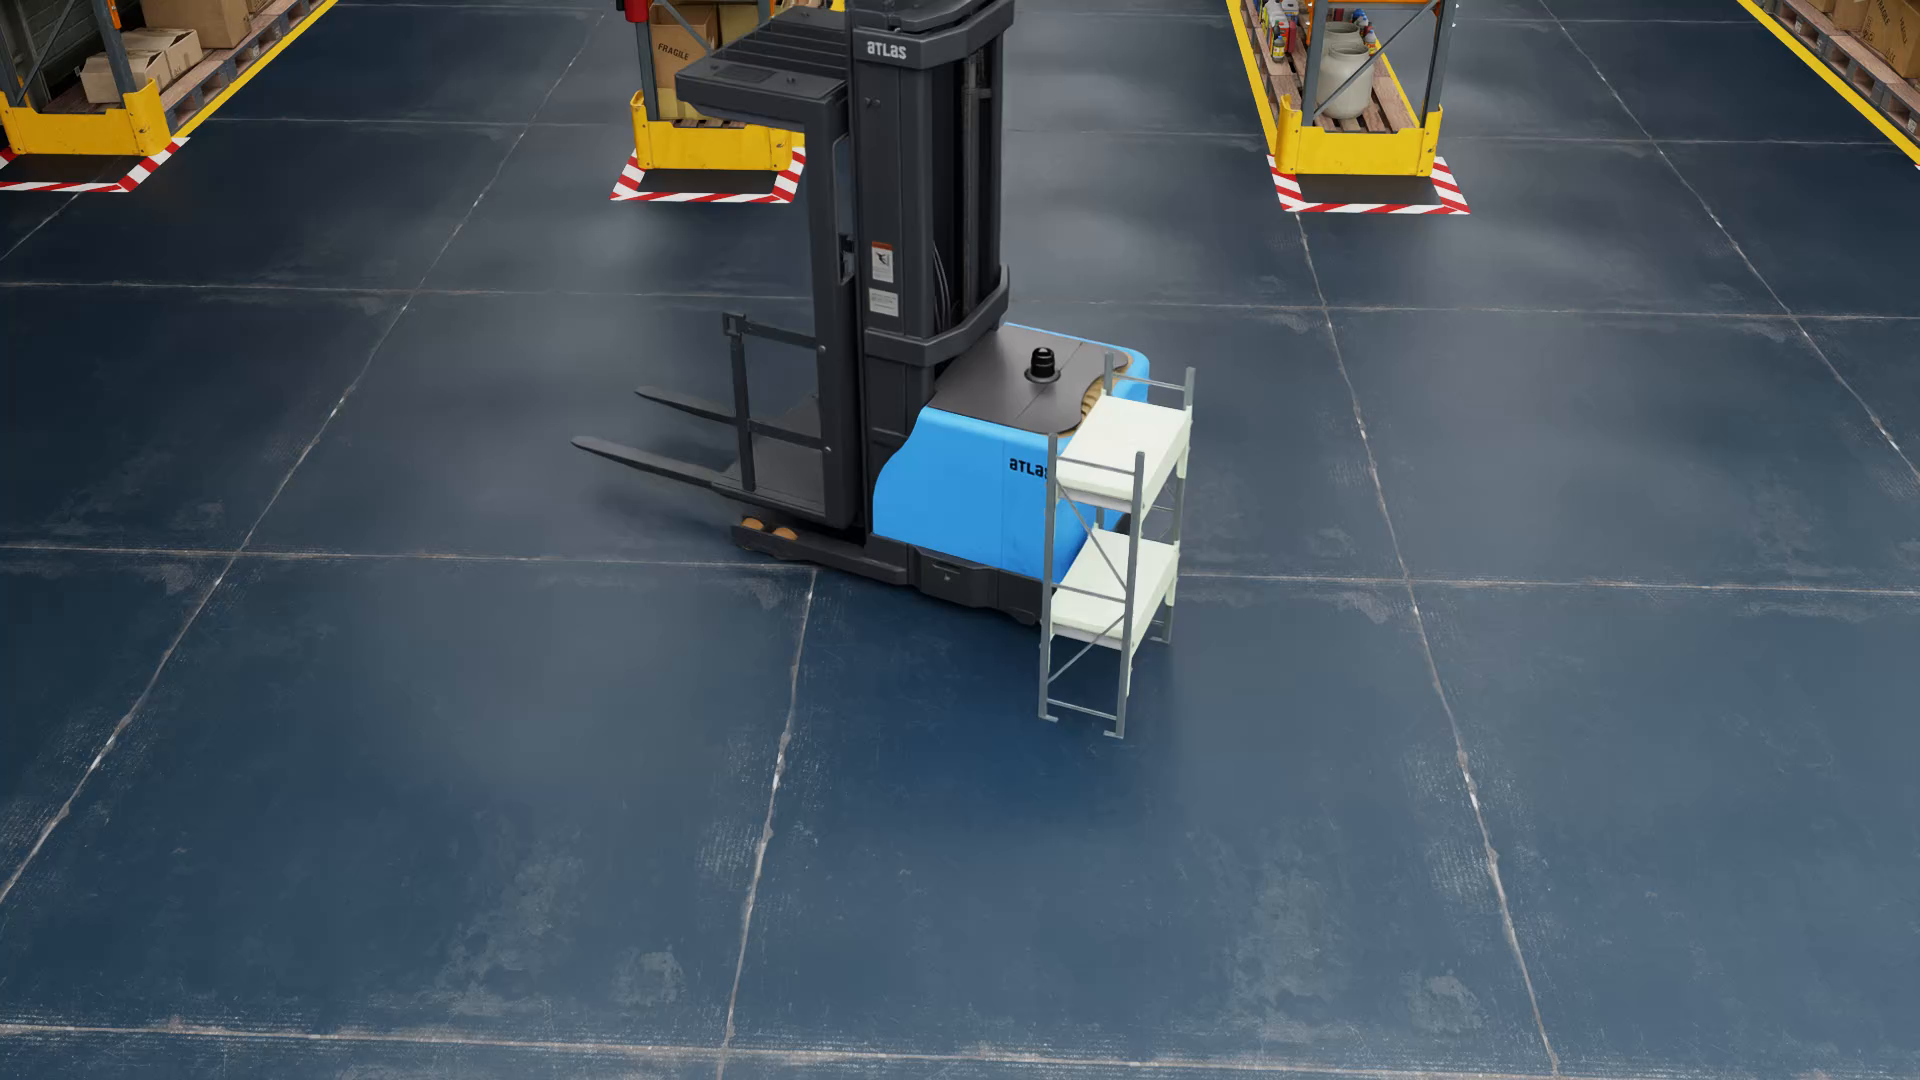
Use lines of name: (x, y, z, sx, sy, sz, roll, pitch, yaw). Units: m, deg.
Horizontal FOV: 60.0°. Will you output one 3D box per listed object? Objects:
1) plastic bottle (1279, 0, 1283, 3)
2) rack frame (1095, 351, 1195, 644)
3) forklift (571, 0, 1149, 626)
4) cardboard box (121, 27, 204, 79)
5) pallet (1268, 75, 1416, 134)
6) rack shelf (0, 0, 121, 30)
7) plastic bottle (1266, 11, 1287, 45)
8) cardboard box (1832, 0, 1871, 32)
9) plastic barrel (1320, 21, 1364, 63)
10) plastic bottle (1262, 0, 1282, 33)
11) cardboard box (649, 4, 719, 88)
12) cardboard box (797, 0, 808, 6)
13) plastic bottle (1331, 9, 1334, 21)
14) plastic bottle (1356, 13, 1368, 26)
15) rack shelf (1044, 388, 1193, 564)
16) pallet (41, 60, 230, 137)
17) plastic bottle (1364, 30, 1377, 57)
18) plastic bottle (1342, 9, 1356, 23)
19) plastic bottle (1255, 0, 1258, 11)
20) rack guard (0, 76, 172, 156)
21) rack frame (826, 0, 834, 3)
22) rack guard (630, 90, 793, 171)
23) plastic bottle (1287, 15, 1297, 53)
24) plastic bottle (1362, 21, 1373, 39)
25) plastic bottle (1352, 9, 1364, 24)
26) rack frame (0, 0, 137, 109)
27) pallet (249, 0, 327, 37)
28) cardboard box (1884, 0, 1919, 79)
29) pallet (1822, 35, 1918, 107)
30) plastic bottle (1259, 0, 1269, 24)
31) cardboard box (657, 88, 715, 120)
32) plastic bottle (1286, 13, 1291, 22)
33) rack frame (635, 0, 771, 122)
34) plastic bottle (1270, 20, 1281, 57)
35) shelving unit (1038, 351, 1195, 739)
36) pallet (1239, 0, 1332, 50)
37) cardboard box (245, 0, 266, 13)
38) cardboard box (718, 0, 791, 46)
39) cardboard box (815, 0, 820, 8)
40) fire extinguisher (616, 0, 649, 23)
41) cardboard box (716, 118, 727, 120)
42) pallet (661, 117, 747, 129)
plastic bottle: (2.888, -4.877, 15.017, 0.097, 0.271, 0.097, 0, 35, 0)
rack frame: (0.821, -0.161, 7.621, 0.400, 1.500, 0.023, 13, 37, 18)
forklift: (-0.617, -1.353, 8.072, 3.031, 2.935, 1.130, 15, 38, 21)
cardboard box: (-6.699, -4.087, 13.859, 0.500, 0.311, 0.500, 4, 35, 6)
pallet: (3.054, -3.426, 13.387, 1.003, 0.211, 1.213, 1, 35, 2)
rack shelf: (-6.759, -5.139, 14.025, 1.077, 0.370, 4.000, 1, 35, 2)
plastic bottle: (2.739, -4.411, 14.349, 0.152, 0.276, 0.135, 0, 35, 1)
cardboard box: (8.098, -4.830, 14.769, 0.500, 0.500, 0.500, 12, 37, 17)
plastic barrel: (3.030, -3.878, 13.403, 0.421, 0.512, 0.421, 0, 35, 0)
plastic bottle: (2.749, -4.643, 14.615, 0.144, 0.351, 0.185, 1, 35, 2)
cardboard box: (-2.165, -3.841, 12.926, 0.500, 0.500, 0.500, 1, 35, 2)
cardboard box: (-1.583, -4.691, 14.135, 0.500, 0.500, 0.500, 1, 35, 2)
plastic bottle: (3.358, -4.738, 14.808, 0.061, 0.283, 0.133, 1, 35, 2)
plastic bottle: (3.462, -4.408, 14.350, 0.097, 0.271, 0.097, 0, 35, 0)
rack shelf: (0.683, -0.286, 7.119, 0.431, 0.370, 0.720, 13, 37, 18)
pallet: (-6.768, -3.653, 13.710, 1.003, 0.211, 1.213, 1, 35, 2)
plastic bottle: (3.444, -4.154, 13.988, 0.097, 0.271, 0.097, 0, 35, 0)
plastic bottle: (3.451, -4.654, 14.695, 0.152, 0.276, 0.135, 2, 35, 3)
plastic bottle: (2.773, -4.996, 15.117, 0.144, 0.351, 0.185, 2, 35, 3)
rack guard: (-6.836, -3.306, 12.964, 1.175, 0.500, 0.348, 1, 35, 2)
rack frame: (-1.729, -6.470, 15.294, 1.000, 3.000, 0.127, 1, 35, 2)
rack guard: (-1.890, -3.136, 12.723, 1.175, 0.500, 0.348, 1, 35, 2)
plastic bottle: (2.839, -4.332, 14.230, 0.061, 0.283, 0.133, 1, 35, 2)
plastic bottle: (3.471, -4.288, 14.169, 0.061, 0.283, 0.133, 2, 35, 3)
plastic bottle: (3.470, -4.525, 14.515, 0.097, 0.271, 0.097, 0, 35, 0)
rack frame: (-6.839, -4.285, 12.183, 1.000, 3.000, 0.127, 1, 35, 2)
pallet: (-6.670, -5.055, 15.705, 1.003, 0.211, 1.213, 1, 35, 2)
cardboard box: (8.084, -4.152, 13.804, 0.500, 0.500, 0.500, 4, 35, 6)
pallet: (8.132, -4.009, 14.217, 1.003, 0.211, 1.213, 1, 35, 2)
plastic bottle: (2.718, -4.766, 14.848, 0.061, 0.283, 0.133, 3, 35, 4)
cardboard box: (-2.163, -3.534, 13.142, 0.500, 0.250, 0.500, 1, 35, 2)
plastic bottle: (2.864, -4.498, 14.538, 0.097, 0.201, 0.097, 0, 35, 0)
rack frame: (-1.889, -4.172, 12.024, 1.000, 3.000, 0.127, 1, 35, 2)
plastic bottle: (2.682, -4.257, 14.124, 0.061, 0.283, 0.133, 2, 35, 3)
shelving unit: (0.683, 0.034, 7.344, 0.431, 1.500, 0.755, 13, 37, 18)
pallet: (3.152, -4.828, 15.382, 1.003, 0.211, 1.213, 1, 35, 2)
cardboard box: (-6.680, -5.143, 15.196, 0.500, 0.500, 0.500, -1, 35, -2)
cardboard box: (-1.627, -4.116, 13.318, 0.500, 0.500, 0.500, 1, 35, 2)
cardboard box: (-1.559, -4.959, 15.169, 0.500, 0.250, 0.500, 1, 35, 2)
fire extinguisher: (-2.358, -4.083, 11.965, 0.296, 0.674, 0.183, 1, 35, 2)
cardboard box: (-1.646, -3.522, 13.125, 0.500, 0.250, 0.500, 1, 35, 2)
pallet: (-1.901, -3.472, 13.452, 1.003, 0.211, 1.213, 1, 35, 2)
